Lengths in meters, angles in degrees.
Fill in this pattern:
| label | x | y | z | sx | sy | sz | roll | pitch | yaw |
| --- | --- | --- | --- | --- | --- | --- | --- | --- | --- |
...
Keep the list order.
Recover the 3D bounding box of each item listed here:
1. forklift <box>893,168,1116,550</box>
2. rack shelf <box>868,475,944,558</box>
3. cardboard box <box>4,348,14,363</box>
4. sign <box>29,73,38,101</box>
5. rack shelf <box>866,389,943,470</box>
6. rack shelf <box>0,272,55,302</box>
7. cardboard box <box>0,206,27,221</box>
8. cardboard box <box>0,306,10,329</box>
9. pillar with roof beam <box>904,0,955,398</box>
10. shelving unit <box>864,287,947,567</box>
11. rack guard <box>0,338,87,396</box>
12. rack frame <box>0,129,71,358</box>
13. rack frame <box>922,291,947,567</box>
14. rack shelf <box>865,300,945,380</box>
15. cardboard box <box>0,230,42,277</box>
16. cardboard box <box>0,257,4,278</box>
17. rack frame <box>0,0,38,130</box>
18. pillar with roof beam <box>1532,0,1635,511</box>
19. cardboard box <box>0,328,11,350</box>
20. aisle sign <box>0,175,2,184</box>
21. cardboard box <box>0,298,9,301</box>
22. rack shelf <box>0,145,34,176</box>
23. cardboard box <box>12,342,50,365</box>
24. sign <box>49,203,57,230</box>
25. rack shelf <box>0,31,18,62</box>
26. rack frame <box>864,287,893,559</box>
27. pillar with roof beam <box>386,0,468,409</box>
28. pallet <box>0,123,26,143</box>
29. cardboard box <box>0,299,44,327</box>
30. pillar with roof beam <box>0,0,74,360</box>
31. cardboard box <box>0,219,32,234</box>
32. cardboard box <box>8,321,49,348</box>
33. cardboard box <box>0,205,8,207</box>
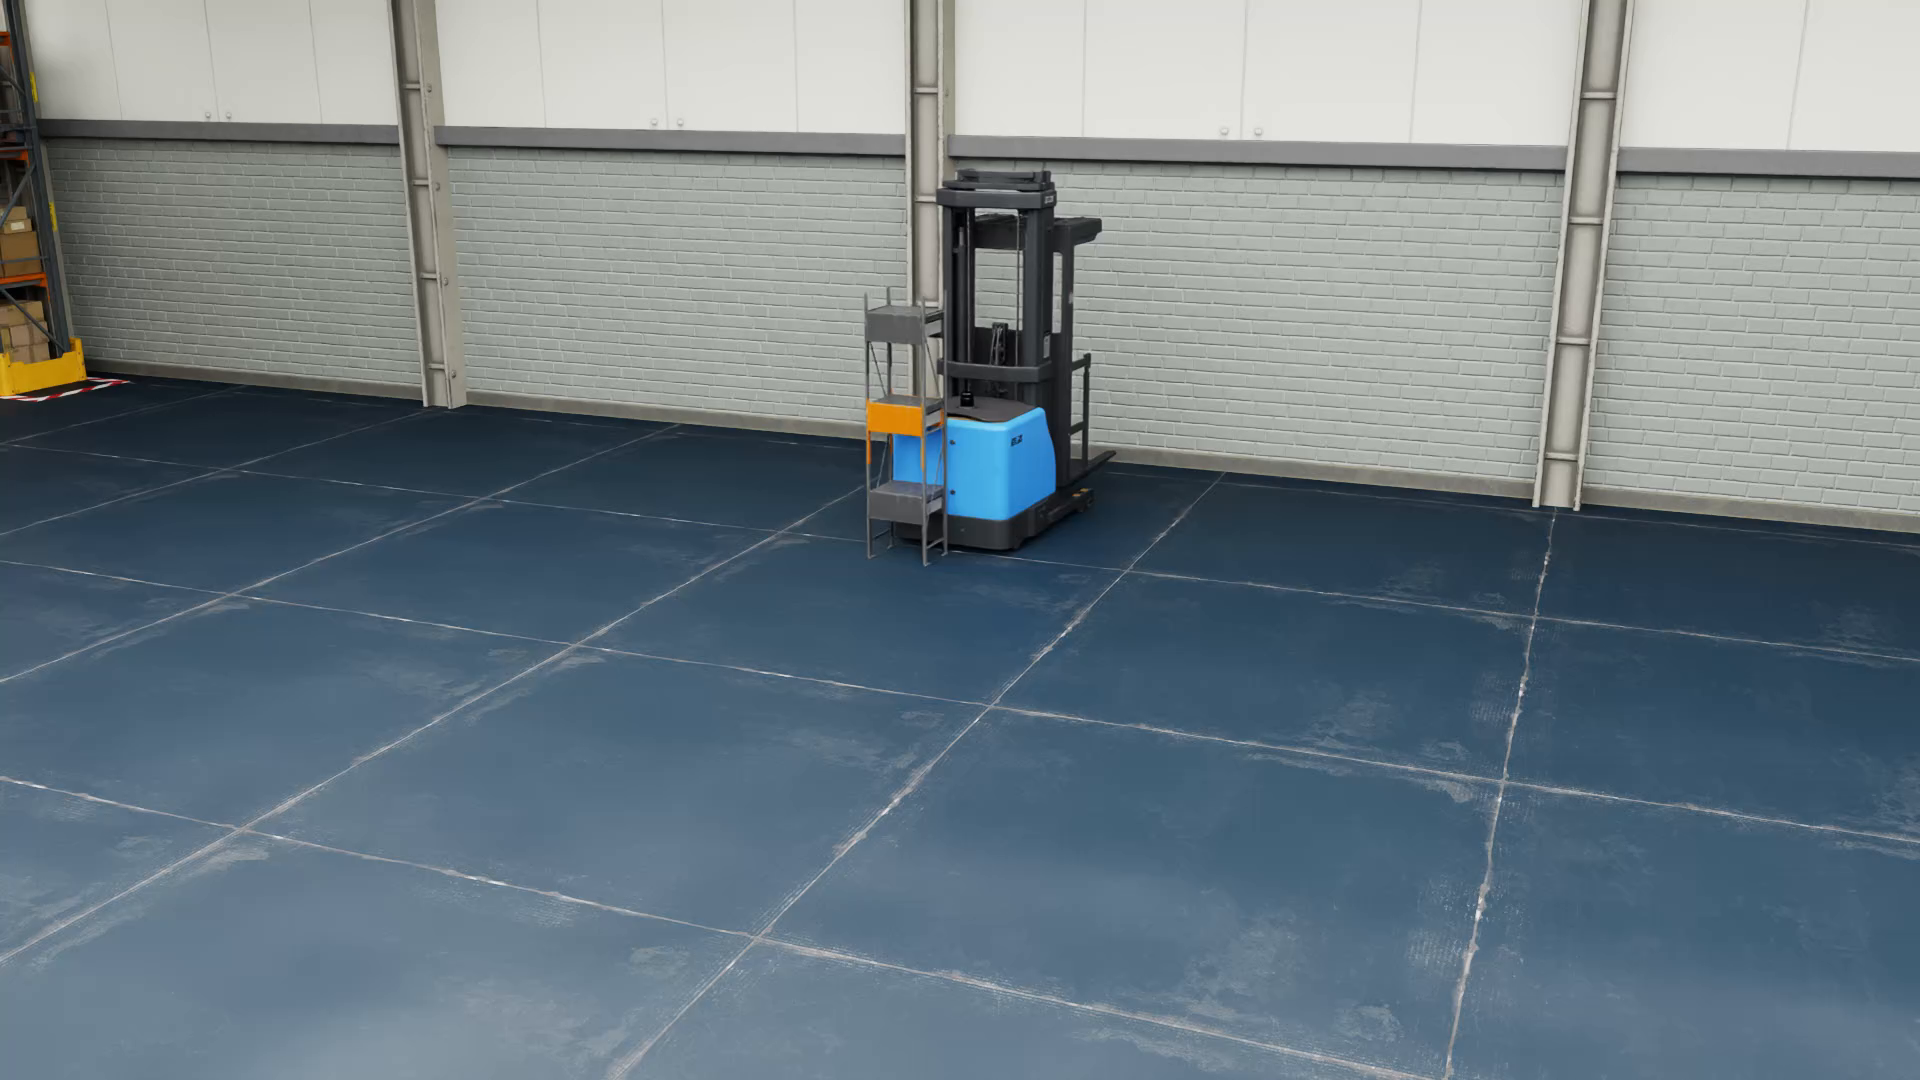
| label | x | y | z | sx | sy | sz | roll | pitch | yaw |
| --- | --- | --- | --- | --- | --- | --- | --- | --- | --- |
| forklift | 0.534 | -1.693 | 14.250 | 1.130 | 2.935 | 3.031 | 8 | 18 | 24 |
| rack shelf | -0.415 | -0.191 | 13.125 | 0.480 | 0.518 | 0.431 | 8 | 18 | 24 |
| cardboard box | -11.685 | -2.139 | 19.841 | 0.500 | 0.250 | 0.500 | 6 | 17 | 21 |
| sign | -10.923 | -5.334 | 19.575 | 0.005 | 0.325 | 0.100 | 6 | 17 | 21 |
| rack shelf | -0.415 | -0.863 | 12.930 | 0.480 | 0.518 | 0.431 | 8 | 18 | 24 |
| rack shelf | -12.992 | -3.151 | 20.438 | 4.000 | 0.370 | 1.077 | 6 | 17 | 21 |
| cardboard box | -11.366 | -3.884 | 19.796 | 0.250 | 0.149 | 0.380 | 6 | 17 | 20 |
| cardboard box | -11.675 | -2.620 | 19.702 | 0.500 | 0.250 | 0.500 | 7 | 18 | 22 |
| pillar with roof beam | -1.865 | -4.134 | 11.773 | 0.400 | 9.000 | 9.100 | 6 | 17 | 21 |
| shelving unit | -0.415 | -0.876 | 12.926 | 0.503 | 2.100 | 0.431 | 8 | 18 | 24 |
| rack guard | -11.109 | -2.089 | 19.973 | 0.348 | 0.500 | 1.175 | 6 | 17 | 21 |
| rack frame | -11.132 | -3.292 | 19.633 | 0.127 | 3.000 | 1.000 | 6 | 17 | 21 |
| rack frame | -0.194 | -0.847 | 12.826 | 0.015 | 2.100 | 0.400 | 8 | 18 | 24 |
| rack shelf | -0.415 | -1.535 | 12.735 | 0.480 | 0.518 | 0.431 | 8 | 18 | 24 |
| cardboard box | -11.491 | -3.463 | 20.041 | 0.500 | 0.500 | 0.500 | 7 | 18 | 22 |
| cardboard box | -11.686 | -3.322 | 19.558 | 0.500 | 0.500 | 0.500 | 6 | 17 | 19 |
| rack frame | -11.132 | -6.173 | 18.796 | 0.127 | 3.000 | 1.000 | 6 | 17 | 21 |
| pillar with roof beam | 3.716 | -3.520 | 9.658 | 0.400 | 9.000 | 9.100 | 6 | 17 | 21 |
| cardboard box | -11.699 | -2.382 | 19.780 | 0.500 | 0.250 | 0.500 | 6 | 17 | 20 |
| aisle sign | -11.178 | -4.457 | 18.985 | 0.004 | 0.787 | 0.394 | 6 | 17 | 21 |
| cardboard box | -11.976 | -2.802 | 20.329 | 0.500 | 0.250 | 0.500 | 6 | 17 | 21 |
| rack shelf | -12.992 | -4.592 | 20.020 | 4.000 | 0.370 | 1.077 | 6 | 17 | 21 |
| cardboard box | -11.517 | -2.274 | 20.305 | 0.500 | 0.250 | 0.500 | 6 | 17 | 21 |
| sign | -10.923 | -3.889 | 19.995 | 0.005 | 0.325 | 0.100 | 6 | 17 | 21 |
| rack shelf | -12.992 | -5.840 | 19.657 | 4.000 | 0.370 | 1.077 | 6 | 17 | 21 |
| rack frame | -0.635 | -0.905 | 13.026 | 0.015 | 2.100 | 0.400 | 8 | 18 | 24 |
| pillar with roof beam | -7.447 | -4.748 | 13.887 | 0.400 | 9.000 | 9.100 | 6 | 17 | 21 |
| pallet | -11.780 | -4.769 | 19.499 | 1.213 | 0.211 | 1.003 | 6 | 17 | 21 |
| cardboard box | -11.509 | -2.752 | 20.157 | 0.500 | 0.250 | 0.500 | 6 | 17 | 20 |
| pillar with roof beam | -13.028 | -5.361 | 16.001 | 0.400 | 9.000 | 9.100 | 6 | 17 | 21 |
| cardboard box | -11.352 | -3.753 | 19.880 | 0.250 | 0.149 | 0.380 | 6 | 17 | 19 |
| cardboard box | -11.493 | -2.515 | 20.239 | 0.500 | 0.250 | 0.500 | 7 | 17 | 22 |
| cardboard box | -11.590 | -3.927 | 19.946 | 0.250 | 0.149 | 0.380 | 7 | 18 | 23 |
